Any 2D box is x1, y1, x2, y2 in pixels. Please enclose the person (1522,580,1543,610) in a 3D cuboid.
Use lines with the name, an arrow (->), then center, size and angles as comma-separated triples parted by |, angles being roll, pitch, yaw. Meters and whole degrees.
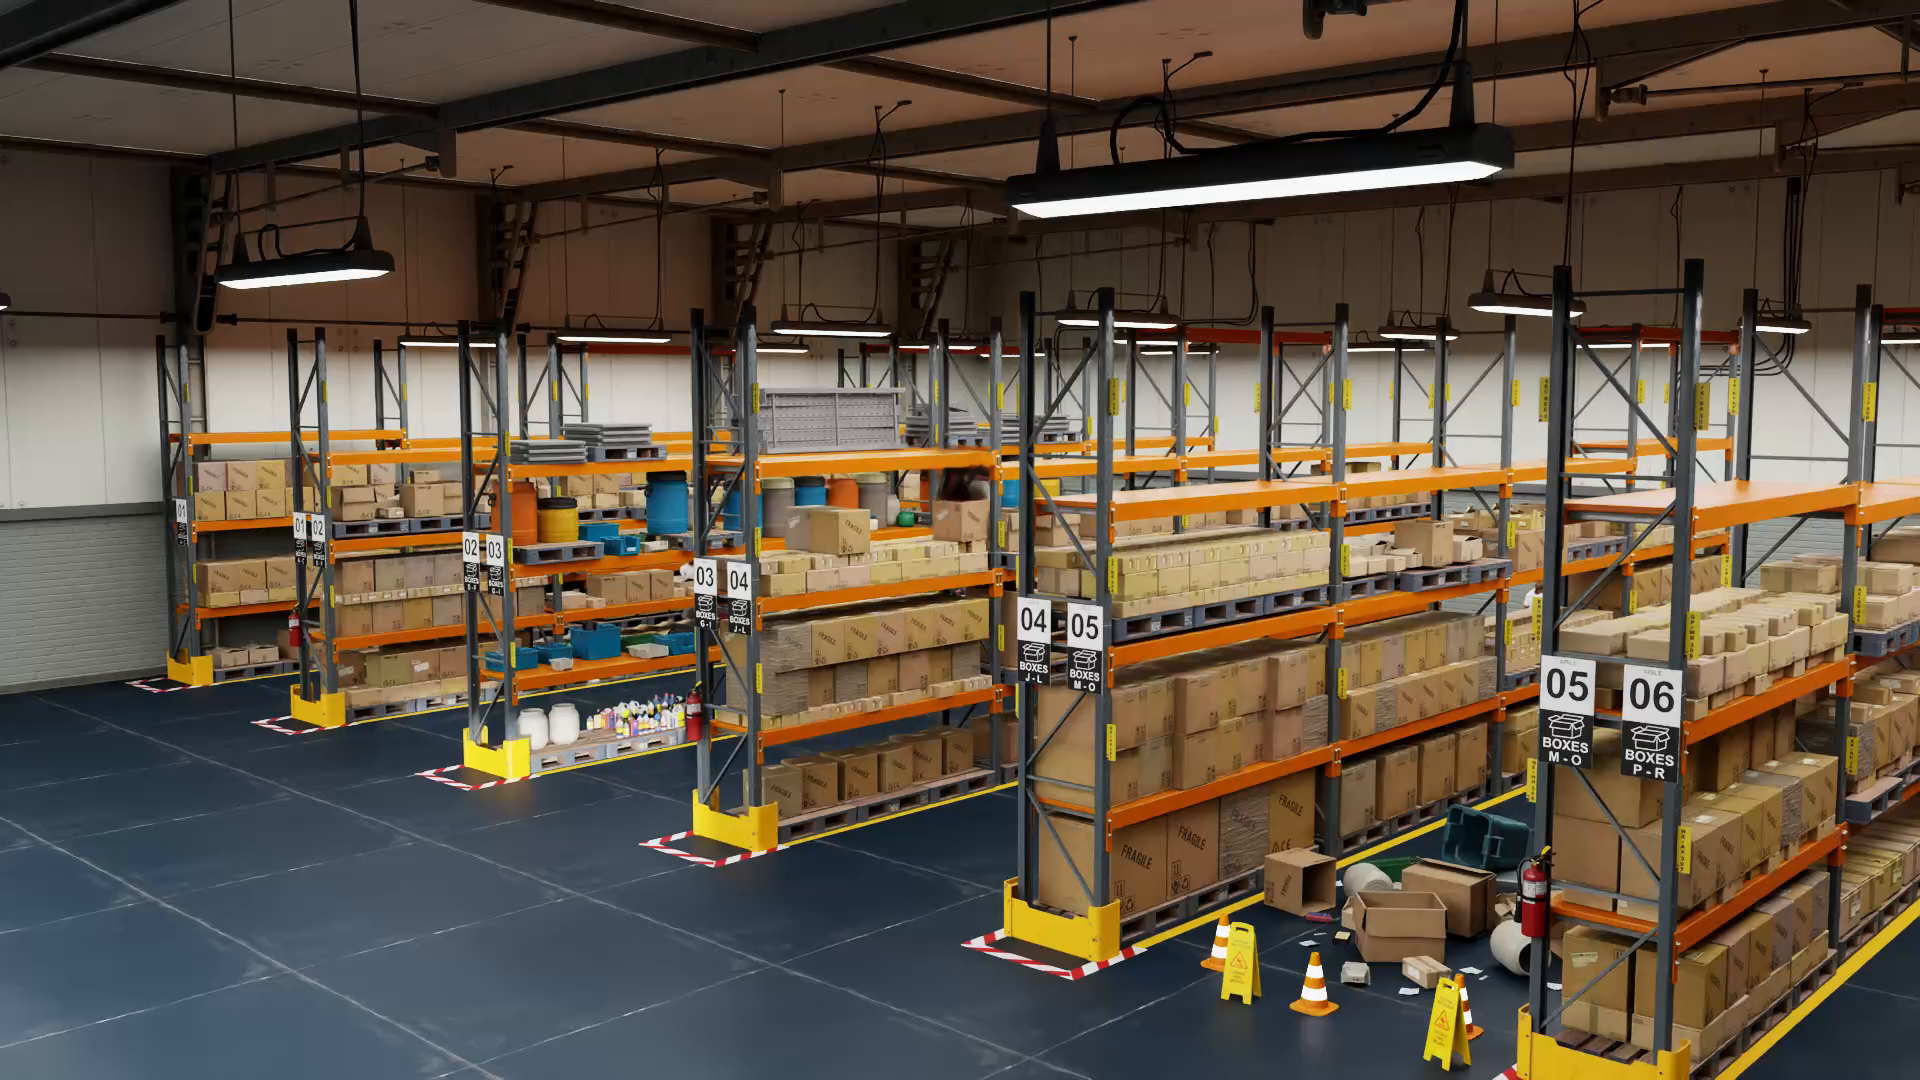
person -> 10.406, 1.487, 29.986 | 0.620, 1.727, 0.999 | 5, 7, 41

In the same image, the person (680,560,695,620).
person -> -5.573, 1.075, 34.632 | 0.434, 1.687, 0.478 | 5, 8, 44
